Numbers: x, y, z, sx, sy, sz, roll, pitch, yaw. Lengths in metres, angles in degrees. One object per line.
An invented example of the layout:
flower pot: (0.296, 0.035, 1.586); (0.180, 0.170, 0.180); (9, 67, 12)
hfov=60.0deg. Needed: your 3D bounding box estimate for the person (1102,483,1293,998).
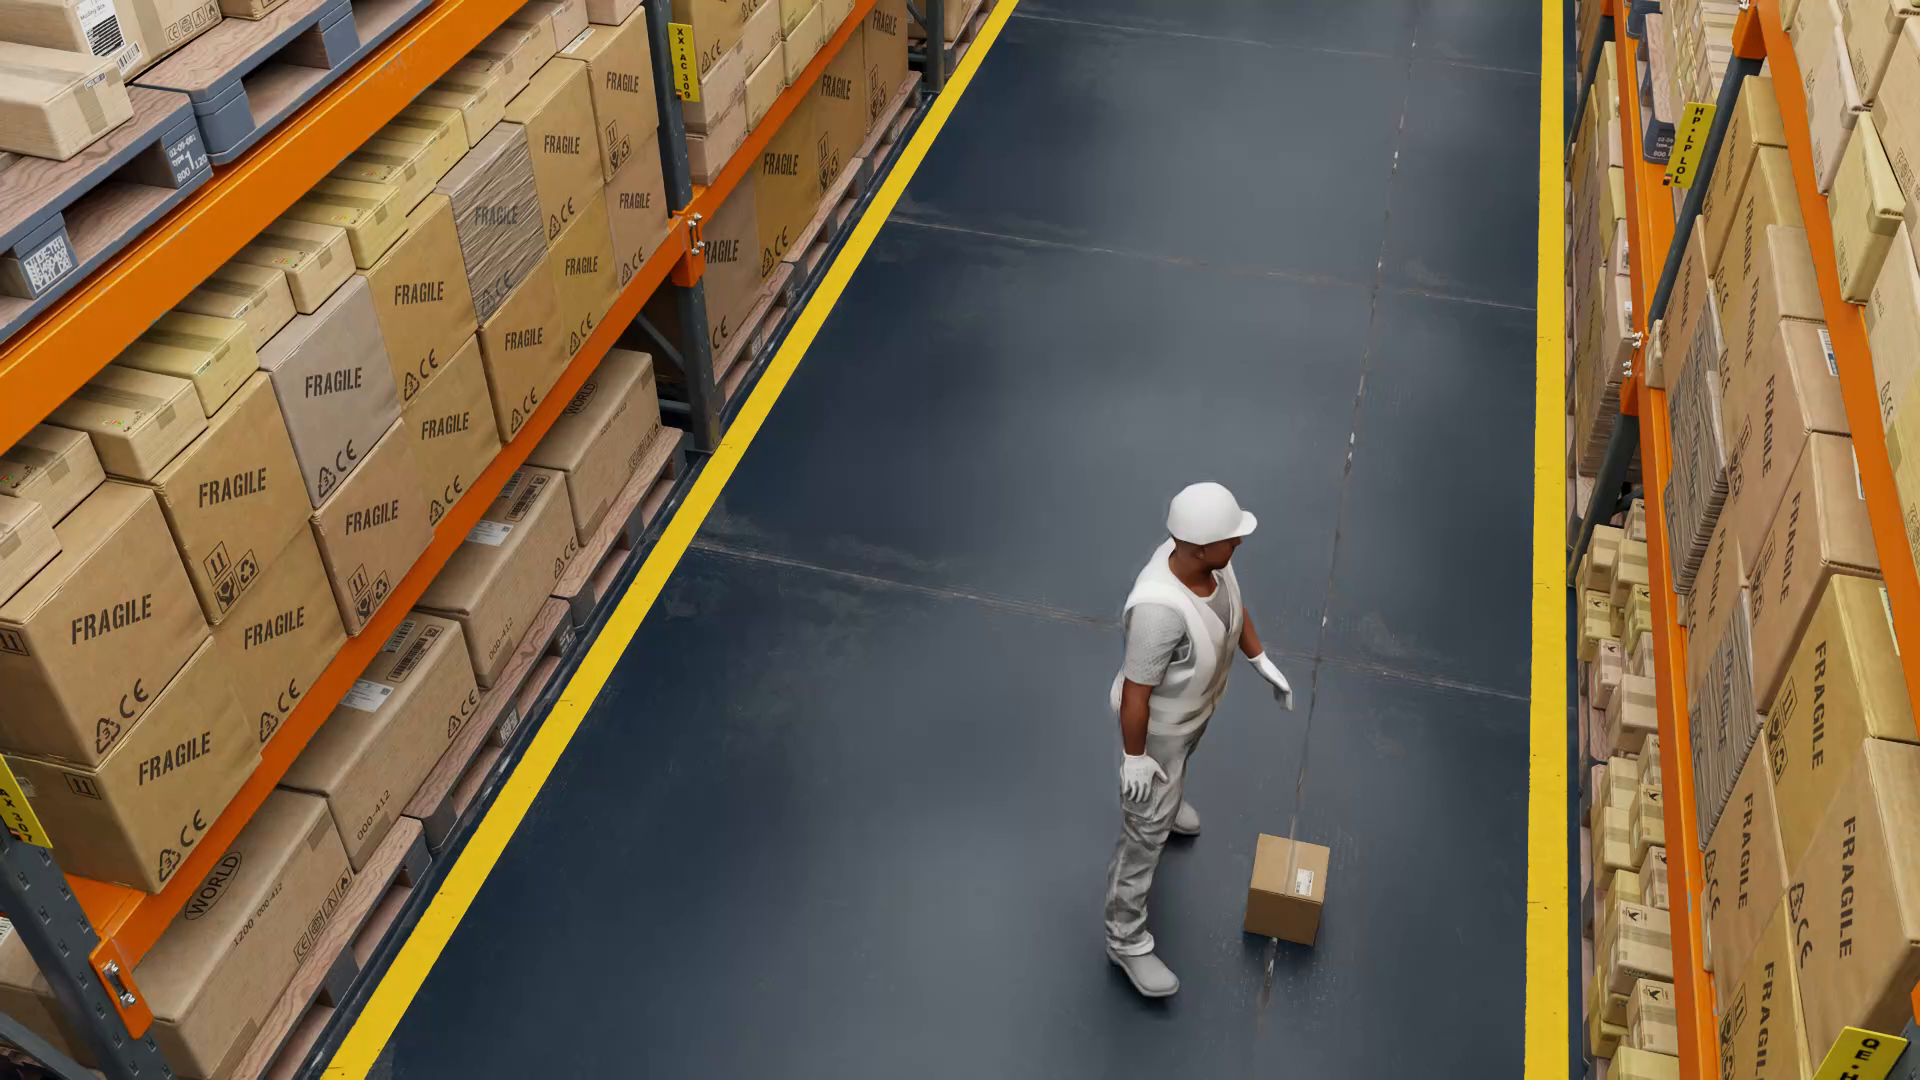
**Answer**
person: (0.716, 0.602, 5.444); (0.571, 1.755, 0.895); (24, 46, 25)
